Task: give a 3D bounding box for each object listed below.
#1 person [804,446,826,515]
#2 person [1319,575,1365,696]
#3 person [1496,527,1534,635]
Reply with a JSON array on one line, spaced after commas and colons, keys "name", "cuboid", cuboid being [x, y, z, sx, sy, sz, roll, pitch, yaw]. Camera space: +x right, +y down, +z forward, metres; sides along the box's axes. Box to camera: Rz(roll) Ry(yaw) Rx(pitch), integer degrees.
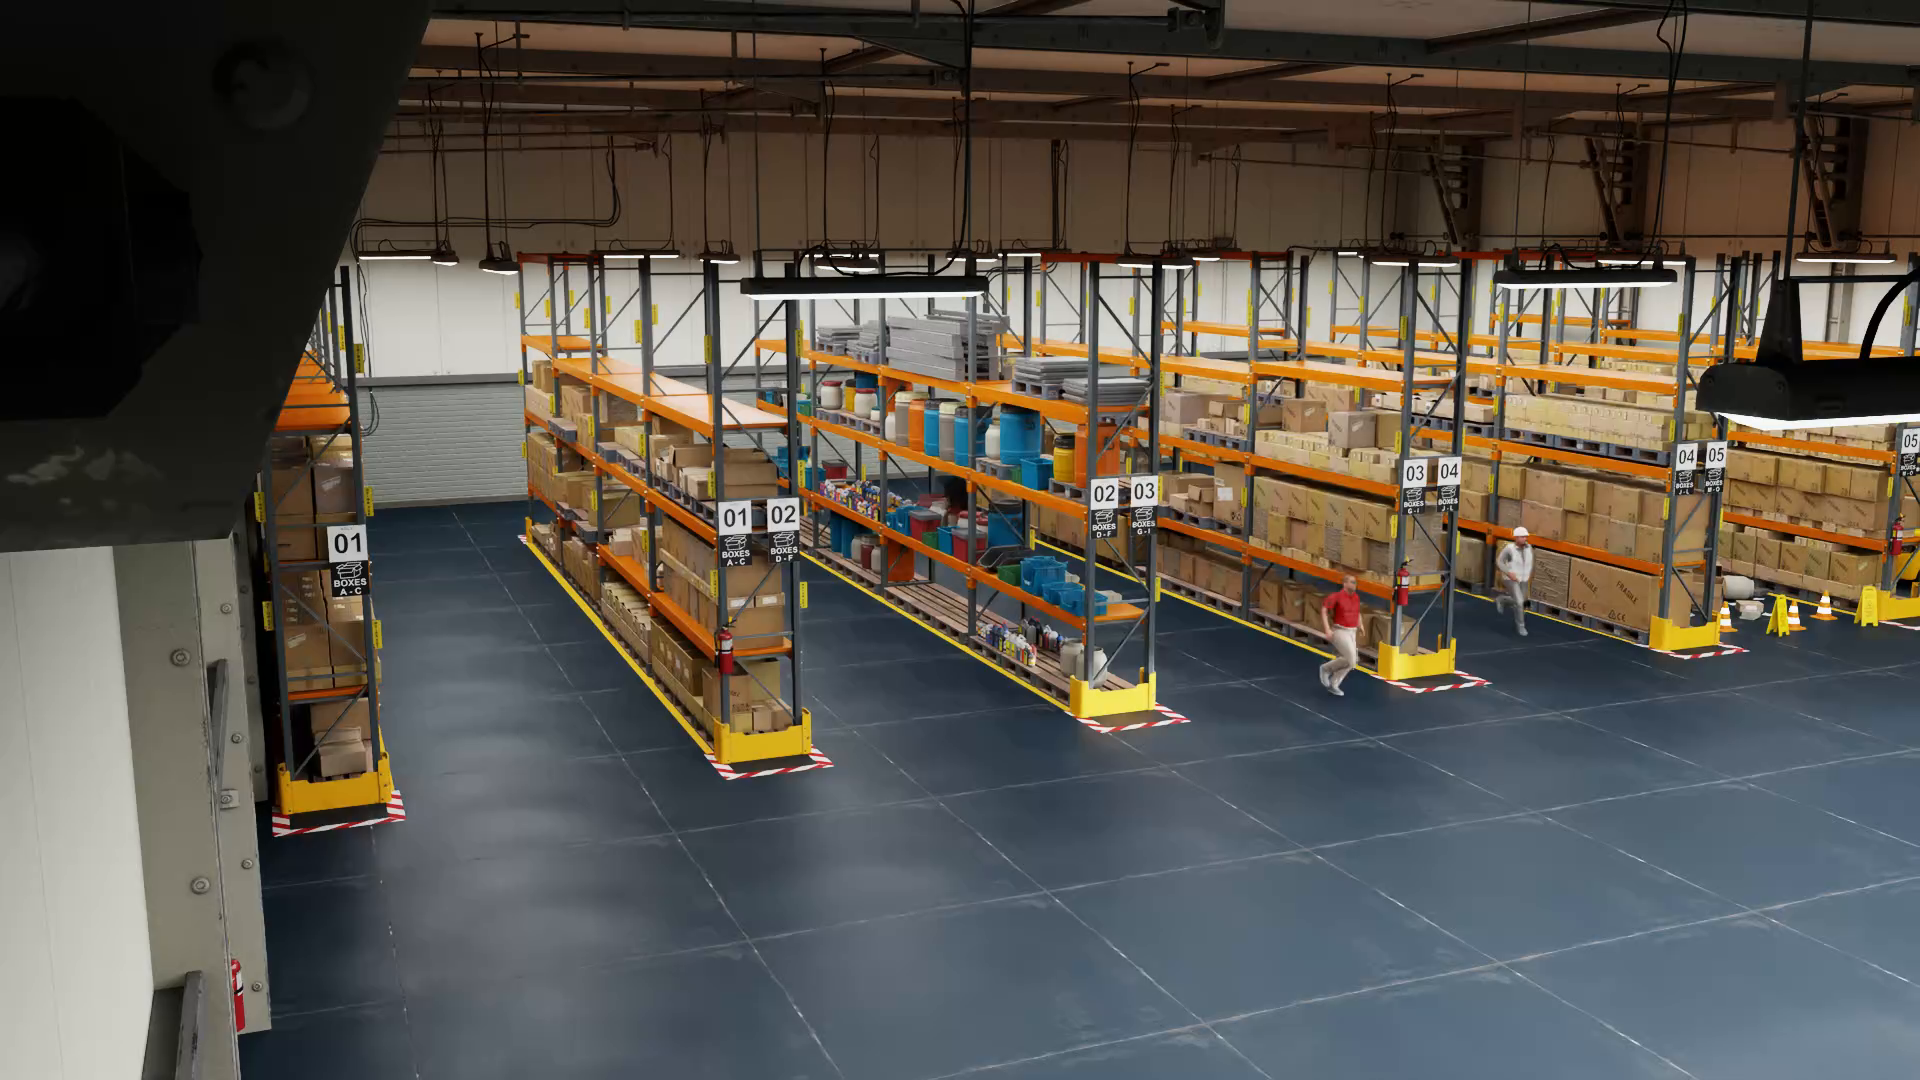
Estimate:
[{"name": "person", "cuboid": [-3.373, -1.314, 37.932, 0.692, 1.676, 0.576, -2, 11, -9]}, {"name": "person", "cuboid": [5.410, 1.321, 23.235, 0.701, 1.650, 0.535, -8, 13, -38]}, {"name": "person", "cuboid": [8.958, 0.627, 26.936, 0.671, 1.757, 0.836, -4, 11, -20]}]
